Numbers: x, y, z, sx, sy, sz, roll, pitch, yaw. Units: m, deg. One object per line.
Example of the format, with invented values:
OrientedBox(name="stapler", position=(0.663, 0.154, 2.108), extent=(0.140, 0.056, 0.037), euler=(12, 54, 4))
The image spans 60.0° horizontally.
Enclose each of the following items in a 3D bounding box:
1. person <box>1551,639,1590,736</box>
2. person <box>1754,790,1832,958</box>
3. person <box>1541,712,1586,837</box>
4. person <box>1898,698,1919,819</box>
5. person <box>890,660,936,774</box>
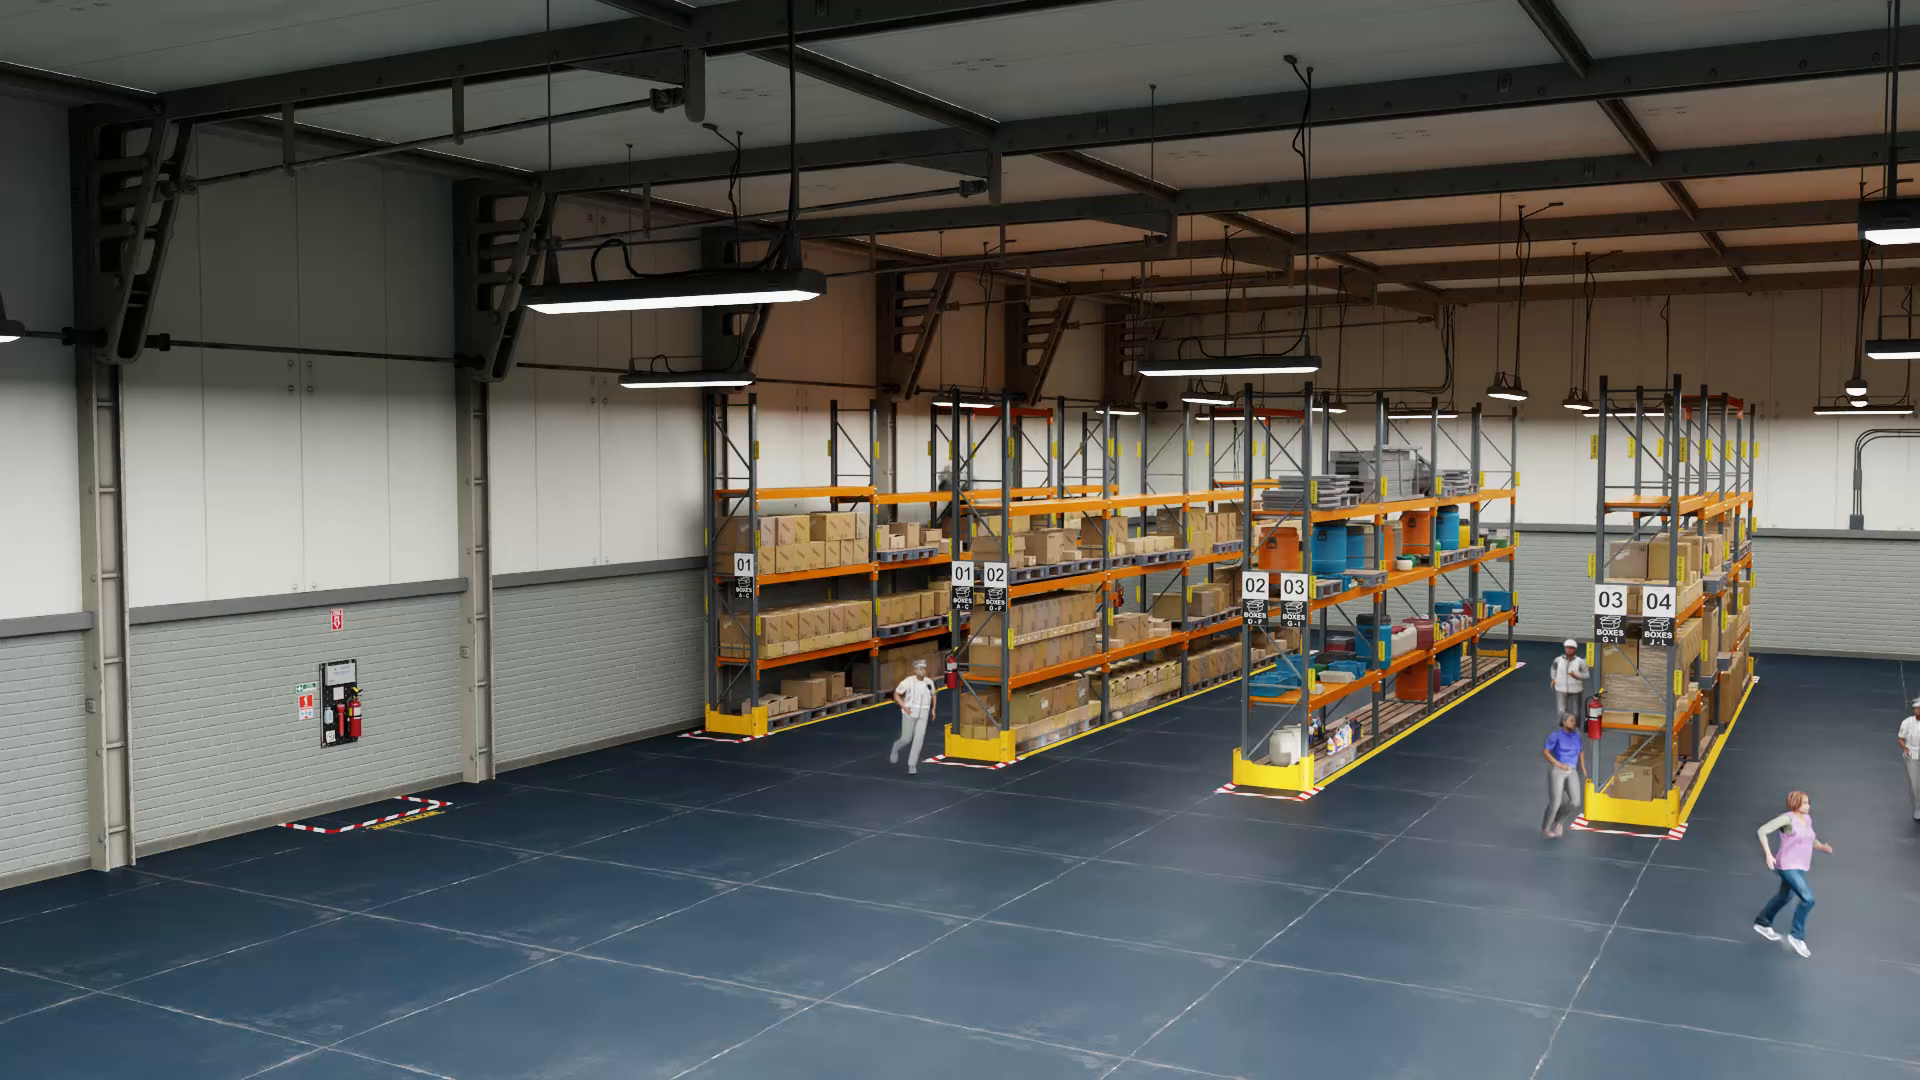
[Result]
OrientedBox(name="person", position=(10.340, 2.566, 28.229), extent=(0.655, 1.761, 0.966), euler=(2, 3, 26))
OrientedBox(name="person", position=(8.301, 3.303, 16.586), extent=(0.498, 1.637, 0.783), euler=(-2, 4, -36))
OrientedBox(name="person", position=(7.817, 3.034, 21.426), extent=(0.636, 1.615, 0.560), euler=(-1, 3, -10))
OrientedBox(name="person", position=(12.987, 2.958, 22.485), extent=(0.550, 1.649, 0.544), euler=(2, 4, 28))
OrientedBox(name="person", position=(-0.657, 2.732, 25.983), extent=(0.720, 1.729, 0.797), euler=(-1, 3, -20))
